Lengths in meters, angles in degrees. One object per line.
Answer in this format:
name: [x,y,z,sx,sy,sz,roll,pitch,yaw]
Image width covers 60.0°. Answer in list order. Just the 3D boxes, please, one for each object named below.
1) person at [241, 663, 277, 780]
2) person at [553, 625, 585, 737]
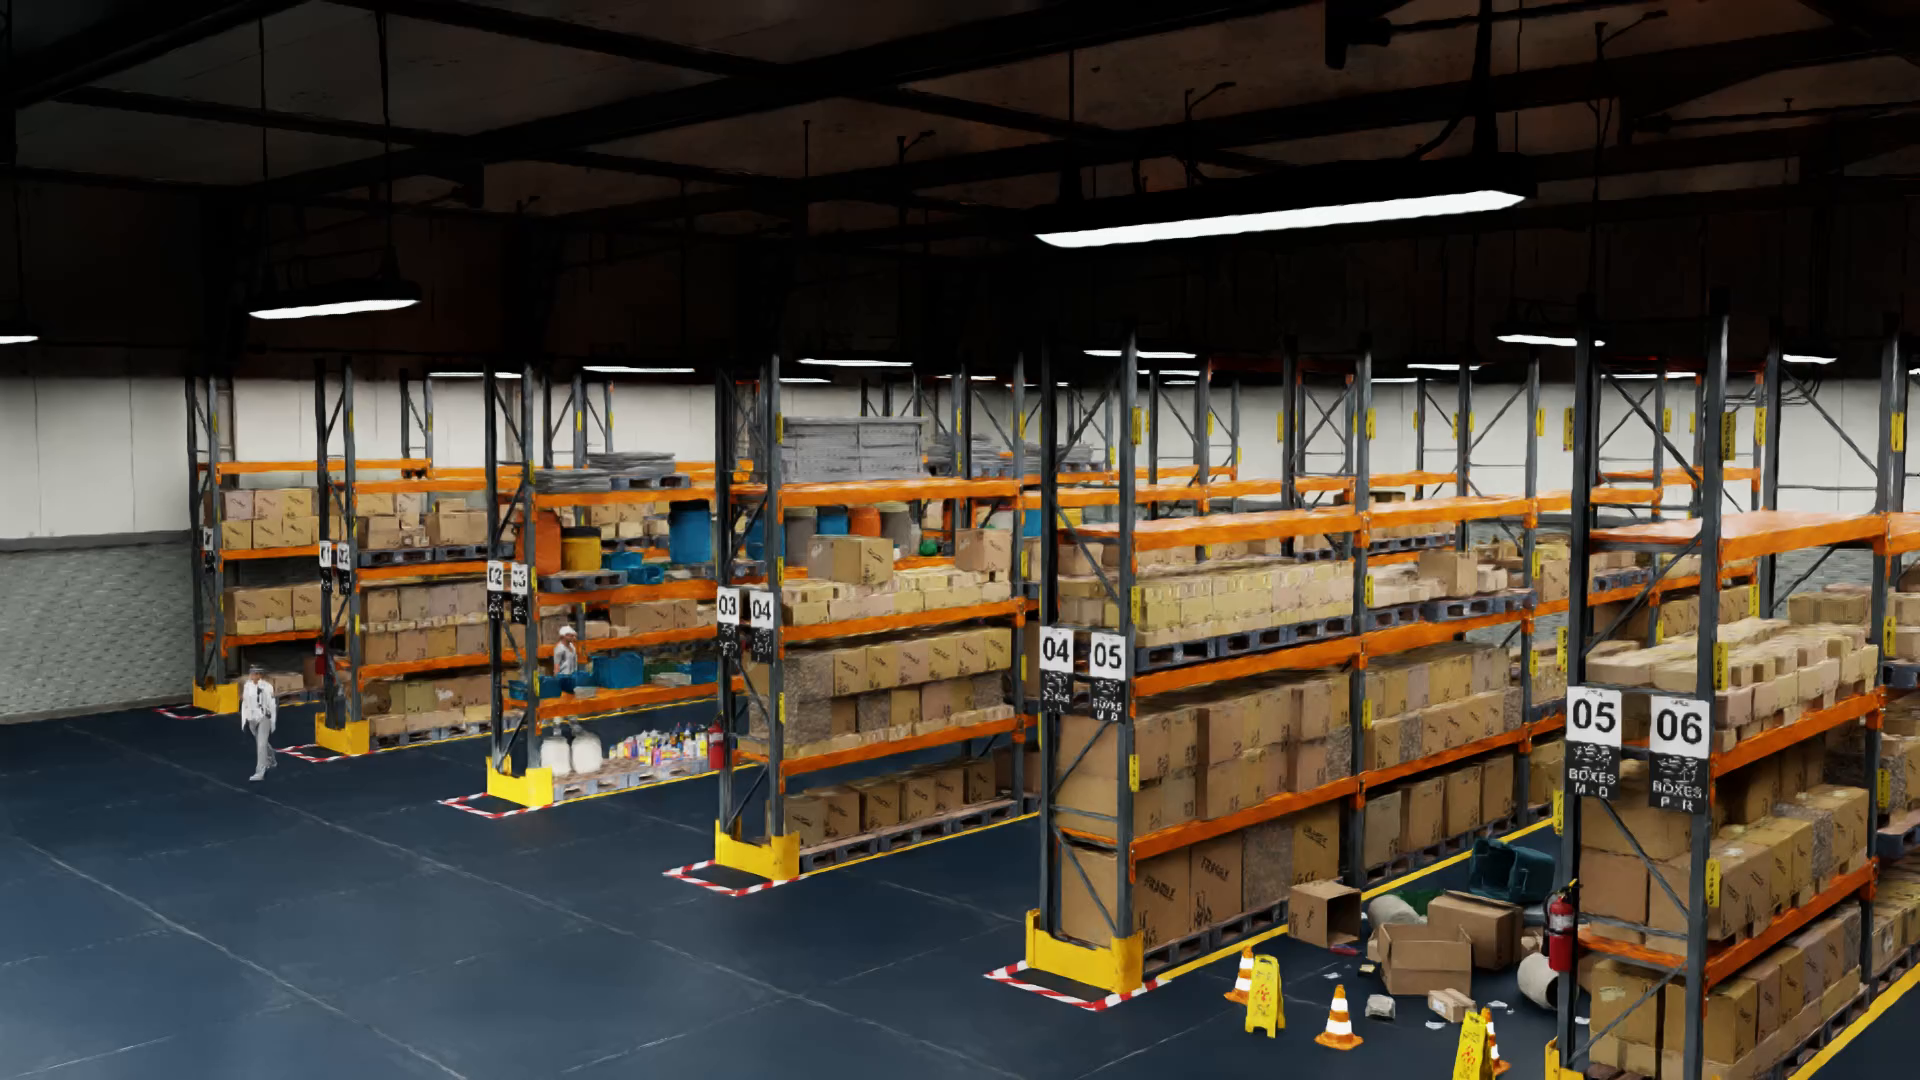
person: [-9.930,2.533,23.541,0.540,1.646,0.912,1,5,17]
person: [-6.168,2.239,26.269,0.468,1.794,0.625,1,5,17]
